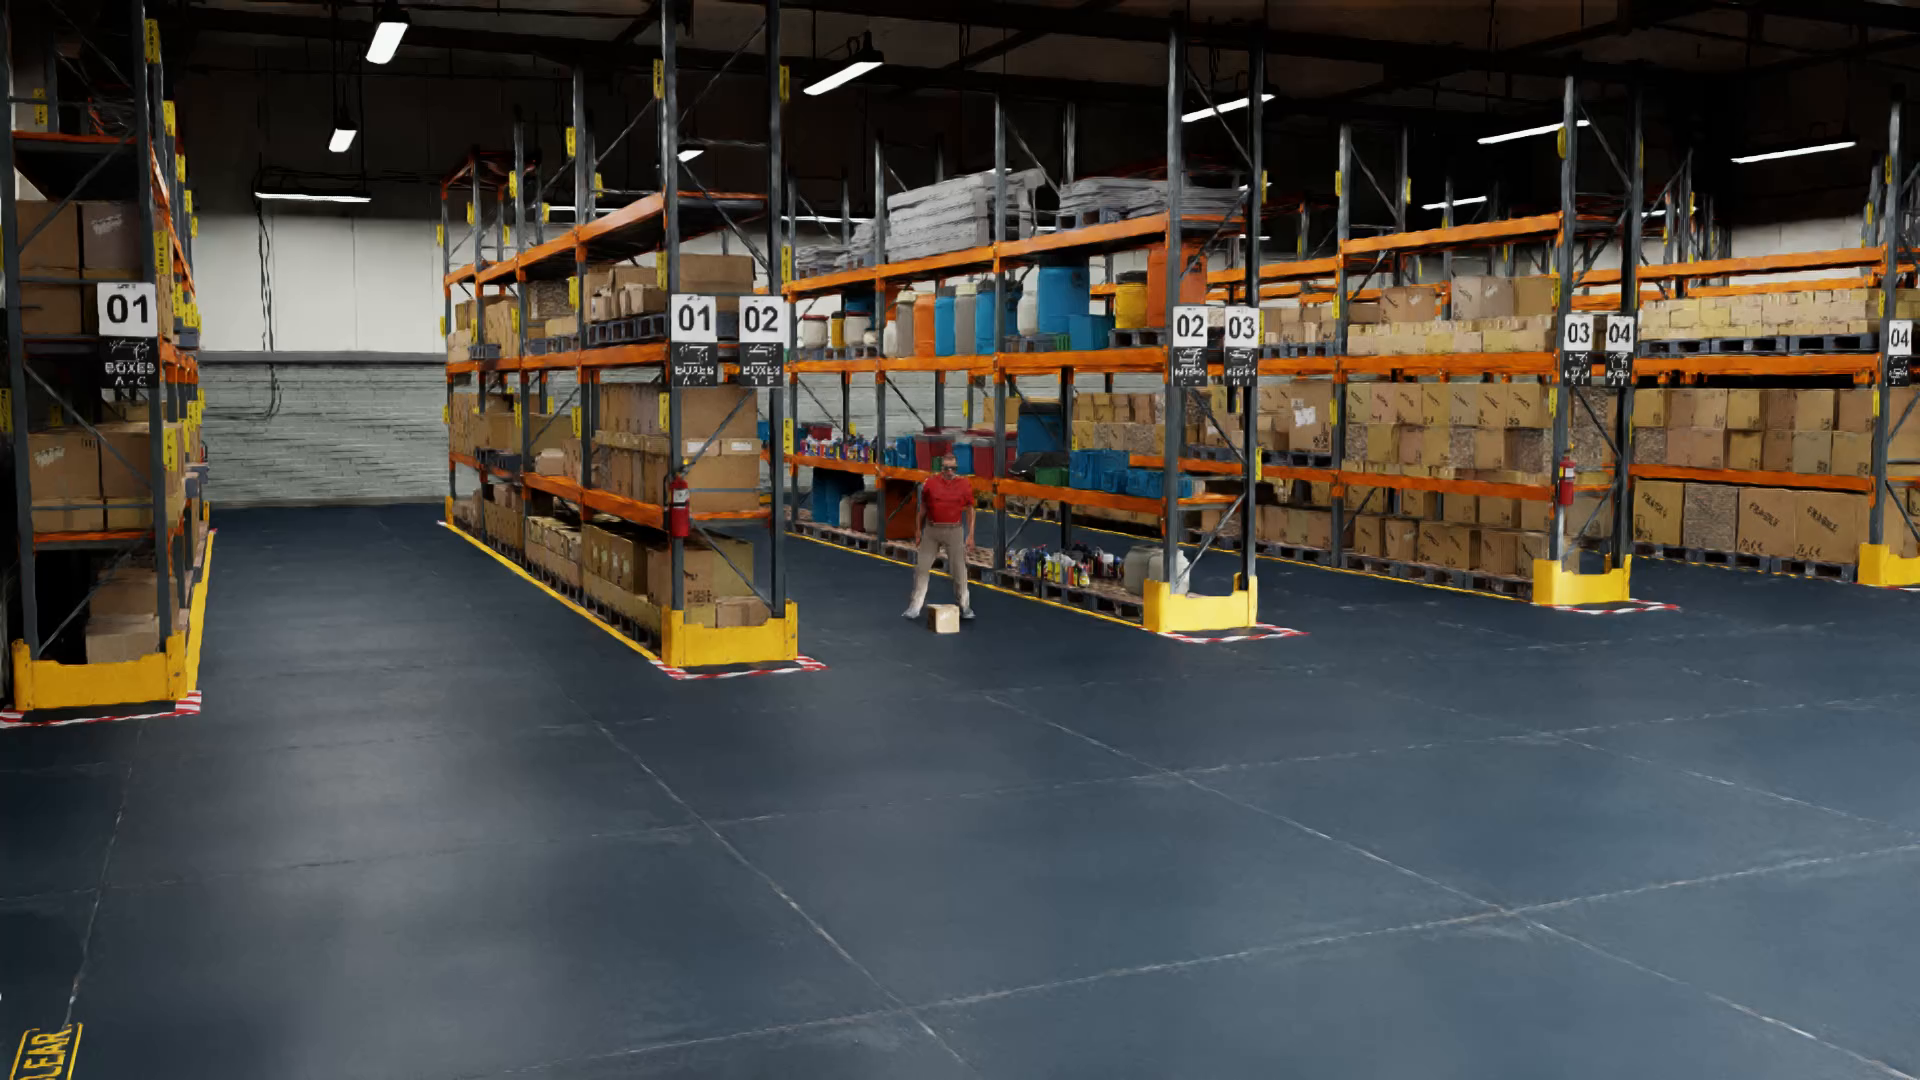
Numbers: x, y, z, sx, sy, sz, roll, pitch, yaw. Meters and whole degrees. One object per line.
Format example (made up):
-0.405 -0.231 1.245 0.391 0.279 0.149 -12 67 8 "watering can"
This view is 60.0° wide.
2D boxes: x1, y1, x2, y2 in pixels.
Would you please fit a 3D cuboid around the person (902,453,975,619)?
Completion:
-0.216 -0.045 17.201 0.744 1.716 0.548 0 5 4 "person"
